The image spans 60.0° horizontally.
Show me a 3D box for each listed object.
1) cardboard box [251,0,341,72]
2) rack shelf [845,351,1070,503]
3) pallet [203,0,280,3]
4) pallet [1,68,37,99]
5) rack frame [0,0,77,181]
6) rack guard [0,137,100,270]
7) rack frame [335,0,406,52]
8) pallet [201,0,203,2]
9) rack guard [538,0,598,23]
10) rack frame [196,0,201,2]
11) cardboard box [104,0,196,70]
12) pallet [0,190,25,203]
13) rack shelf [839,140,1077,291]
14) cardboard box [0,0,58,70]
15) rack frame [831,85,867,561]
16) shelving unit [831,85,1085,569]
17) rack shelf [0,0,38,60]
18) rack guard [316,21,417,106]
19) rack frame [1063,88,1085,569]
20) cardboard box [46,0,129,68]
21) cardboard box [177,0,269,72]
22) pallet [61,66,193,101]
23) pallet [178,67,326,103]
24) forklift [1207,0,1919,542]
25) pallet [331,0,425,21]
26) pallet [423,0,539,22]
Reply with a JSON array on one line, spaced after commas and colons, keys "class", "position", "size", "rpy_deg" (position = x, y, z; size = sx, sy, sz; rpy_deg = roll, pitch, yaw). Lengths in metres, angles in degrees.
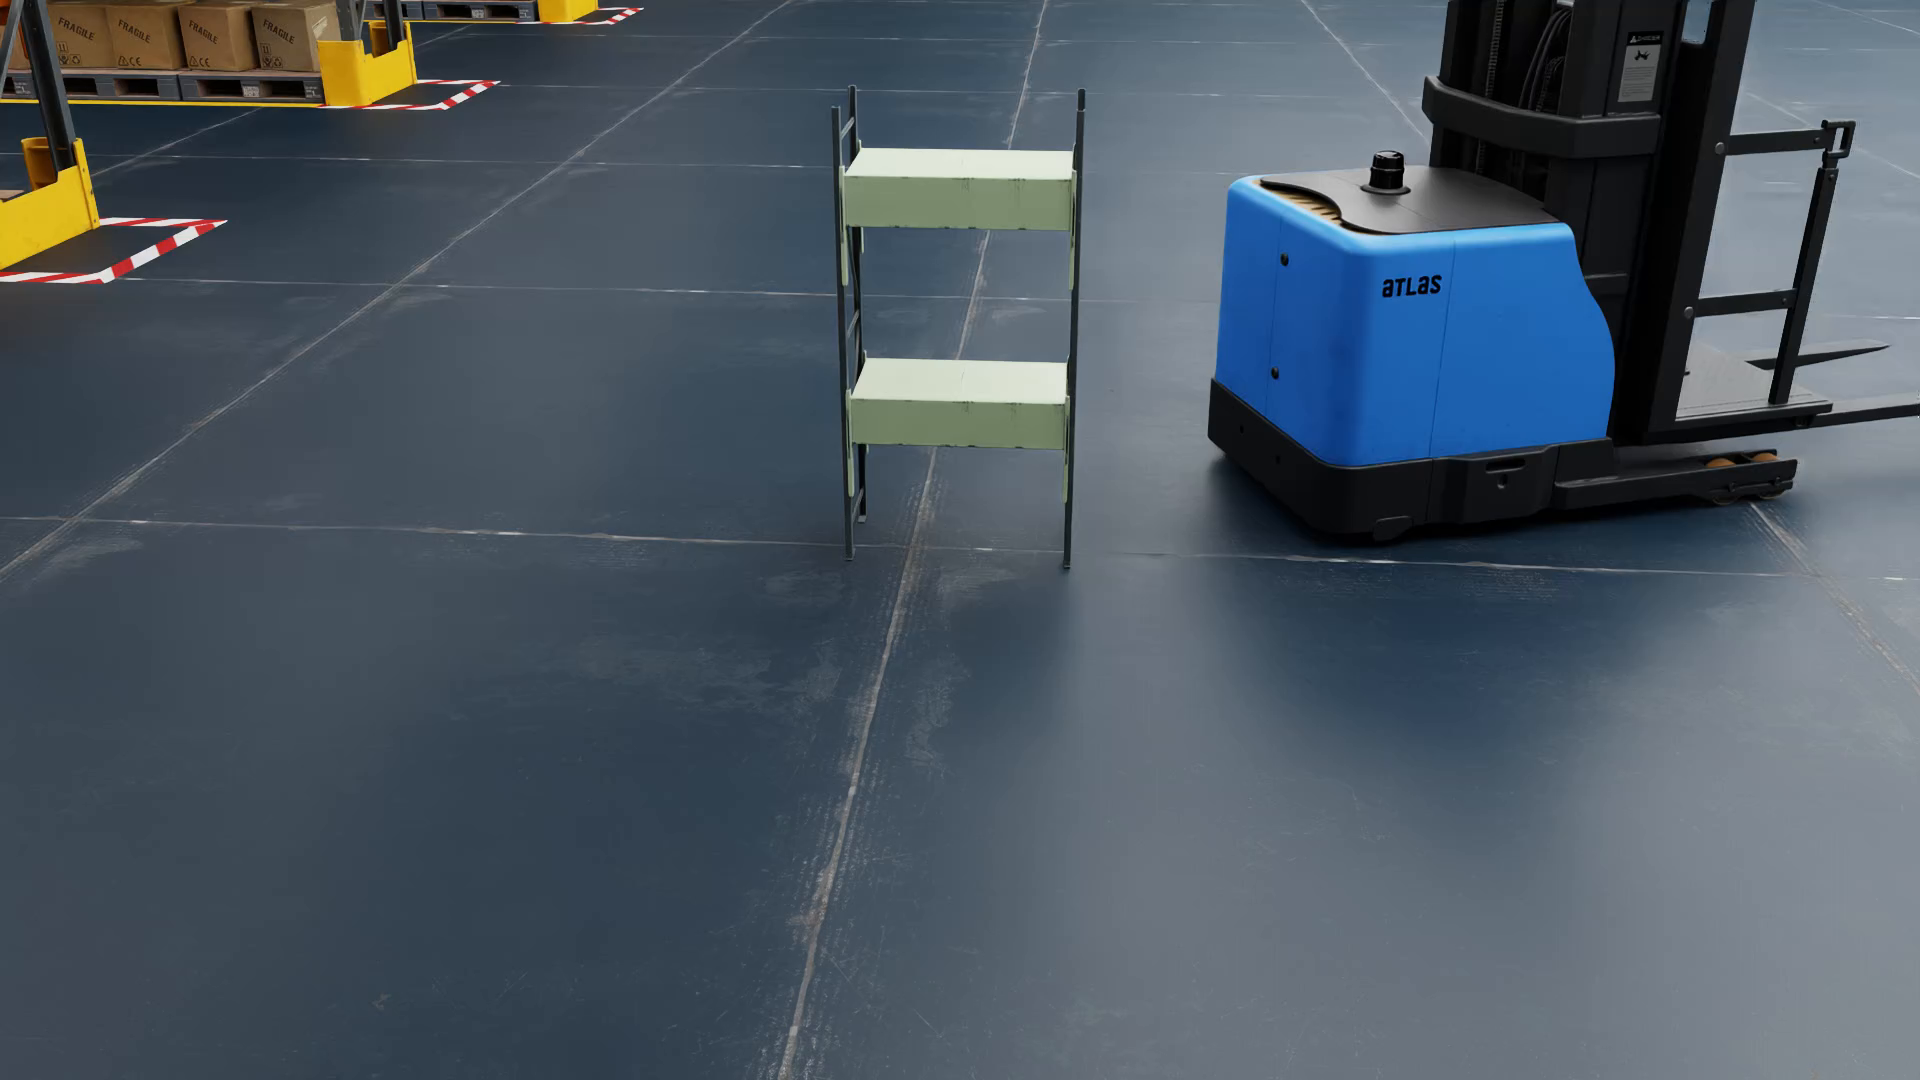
[{"class": "cardboard box", "position": [-5.417, -4.151, 13.670], "size": [0.500, 0.500, 0.500], "rpy_deg": [6, 25, 14]}, {"class": "rack shelf", "position": [0.007, -0.385, 5.572], "size": [0.720, 0.370, 0.431], "rpy_deg": [2, 25, 4]}, {"class": "pallet", "position": [-7.551, -5.937, 18.399], "size": [1.213, 0.211, 1.003], "rpy_deg": [2, 25, 4]}, {"class": "pallet", "position": [-8.112, -3.923, 14.023], "size": [1.213, 0.211, 1.003], "rpy_deg": [2, 25, 4]}, {"class": "rack frame", "position": [-5.175, -3.004, 8.690], "size": [0.127, 3.000, 1.000], "rpy_deg": [2, 25, 4]}, {"class": "rack guard", "position": [-5.254, -1.851, 9.175], "size": [0.348, 0.500, 1.175], "rpy_deg": [2, 25, 4]}, {"class": "rack frame", "position": [-4.796, -5.068, 13.176], "size": [0.127, 3.000, 1.000], "rpy_deg": [2, 25, 4]}, {"class": "pallet", "position": [-9.079, -5.987, 18.509], "size": [1.213, 0.211, 1.003], "rpy_deg": [2, 25, 4]}, {"class": "rack guard", "position": [-4.291, -5.996, 18.183], "size": [0.348, 0.500, 1.175], "rpy_deg": [2, 25, 4]}, {"class": "rack frame", "position": [-8.304, -7.260, 17.940], "size": [0.127, 3.000, 1.000], "rpy_deg": [2, 25, 4]}, {"class": "cardboard box", "position": [-6.638, -4.183, 13.741], "size": [0.500, 0.500, 0.500], "rpy_deg": [4, 25, 9]}, {"class": "pallet", "position": [-6.064, -1.748, 9.297], "size": [1.213, 0.211, 1.003], "rpy_deg": [2, 25, 4]}, {"class": "rack shelf", "position": [0.007, -1.036, 5.273], "size": [0.720, 0.370, 0.431], "rpy_deg": [2, 25, 4]}, {"class": "cardboard box", "position": [-7.817, -4.207, 13.792], "size": [0.500, 0.500, 0.500], "rpy_deg": [10, 27, 21]}, {"class": "rack frame", "position": [-0.358, -0.693, 5.462], "size": [0.023, 1.500, 0.400], "rpy_deg": [2, 25, 4]}, {"class": "shelving unit", "position": [0.007, -0.681, 5.436], "size": [0.755, 1.500, 0.431], "rpy_deg": [2, 25, 4]}, {"class": "rack shelf", "position": [-7.169, -2.741, 8.980], "size": [4.000, 0.370, 1.077], "rpy_deg": [2, 25, 4]}, {"class": "rack guard", "position": [-4.872, -3.935, 13.704], "size": [0.348, 0.500, 1.175], "rpy_deg": [2, 25, 4]}, {"class": "rack frame", "position": [0.372, -0.669, 5.411], "size": [0.023, 1.500, 0.400], "rpy_deg": [2, 25, 4]}, {"class": "cardboard box", "position": [-7.192, -4.220, 13.820], "size": [0.500, 0.500, 0.500], "rpy_deg": [0, 25, -1]}, {"class": "cardboard box", "position": [-6.016, -4.155, 13.680], "size": [0.500, 0.500, 0.500], "rpy_deg": [8, 26, 18]}, {"class": "pallet", "position": [-6.892, -3.885, 13.940], "size": [1.213, 0.211, 1.003], "rpy_deg": [2, 25, 4]}, {"class": "pallet", "position": [-5.679, -3.845, 13.853], "size": [1.213, 0.211, 1.003], "rpy_deg": [2, 25, 4]}, {"class": "forklift", "position": [2.535, -1.662, 5.855], "size": [3.031, 2.935, 1.130], "rpy_deg": [-7, 26, -15]}, {"class": "pallet", "position": [-6.332, -5.899, 18.317], "size": [1.213, 0.211, 1.003], "rpy_deg": [2, 25, 4]}, {"class": "pallet", "position": [-5.119, -5.859, 18.230], "size": [1.213, 0.211, 1.003], "rpy_deg": [2, 25, 4]}]
